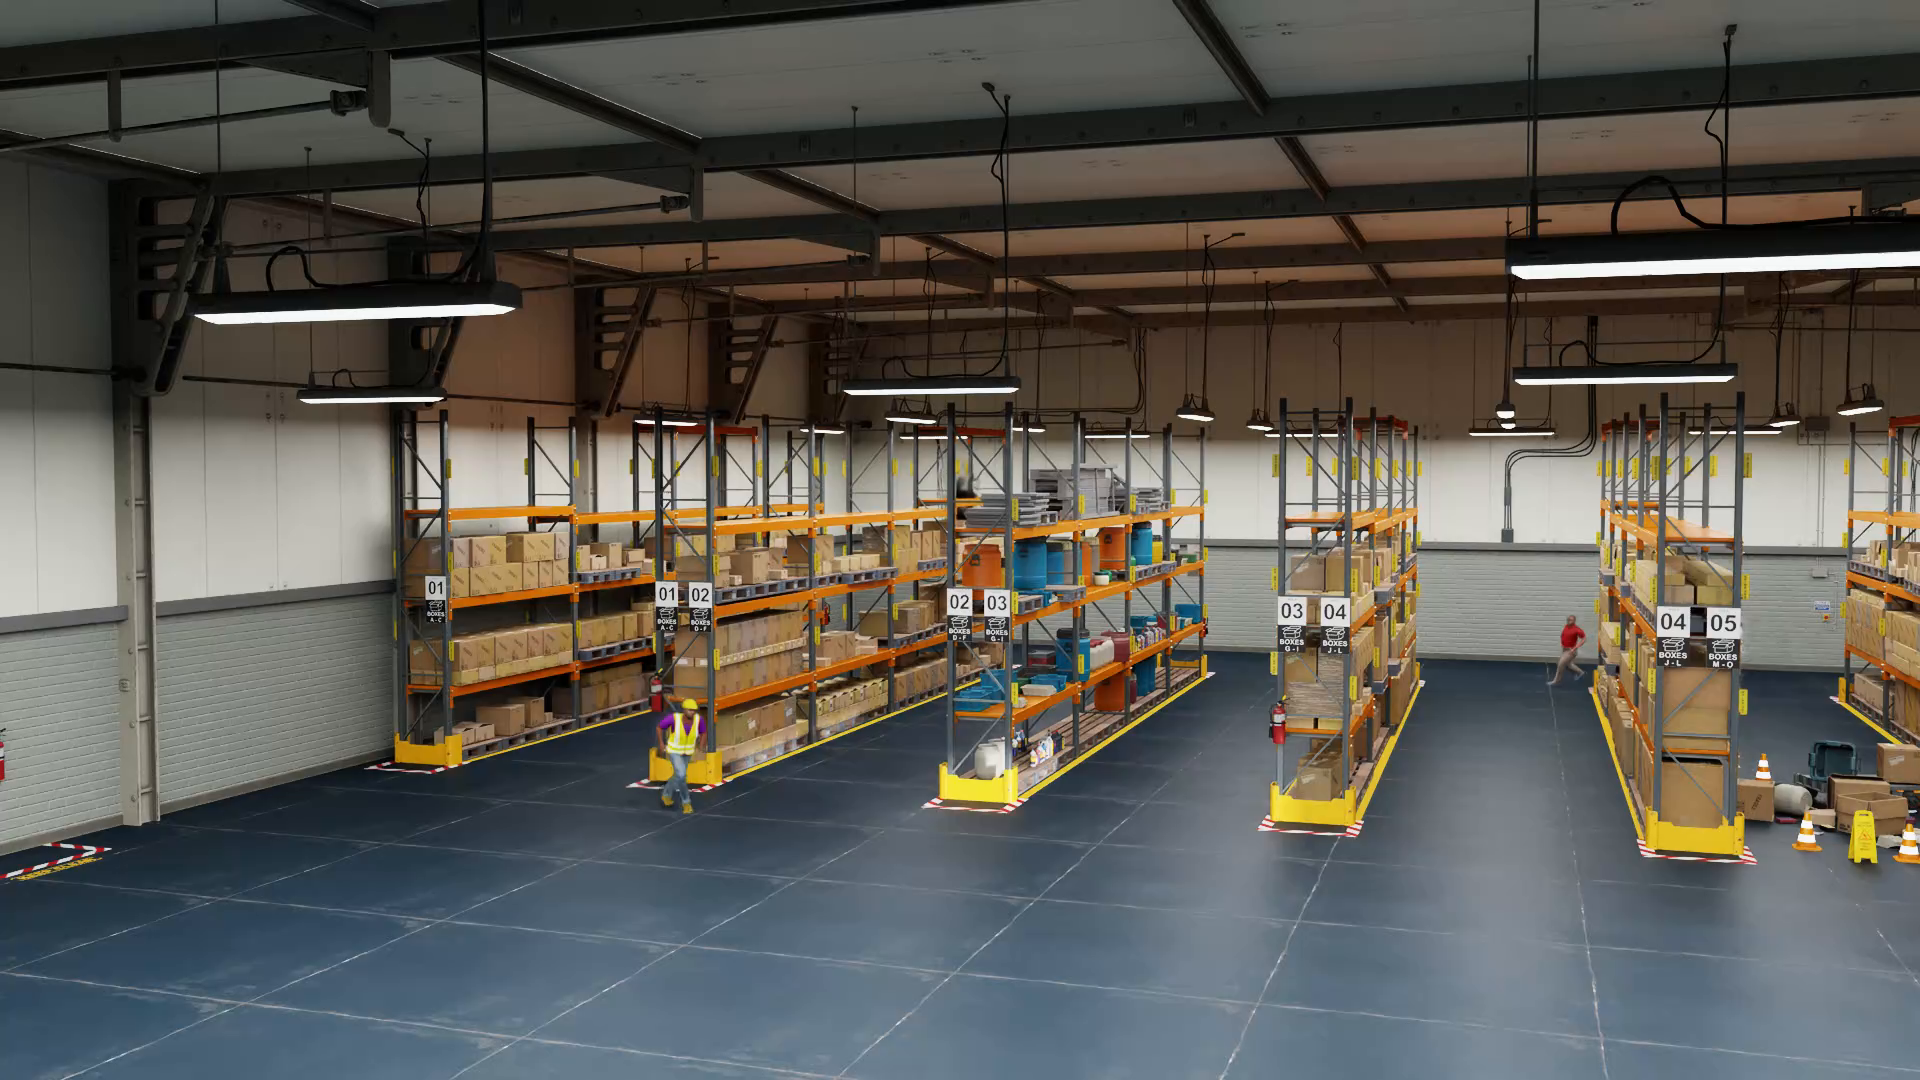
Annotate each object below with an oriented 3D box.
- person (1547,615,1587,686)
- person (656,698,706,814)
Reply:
[{"bbox_3d":[14.076,2.540,38.237,0.925,1.657,0.733,-1,3,-12],"label":"person"},{"bbox_3d":[-4.104,3.140,24.393,0.706,1.706,0.940,-2,3,-36],"label":"person"}]
